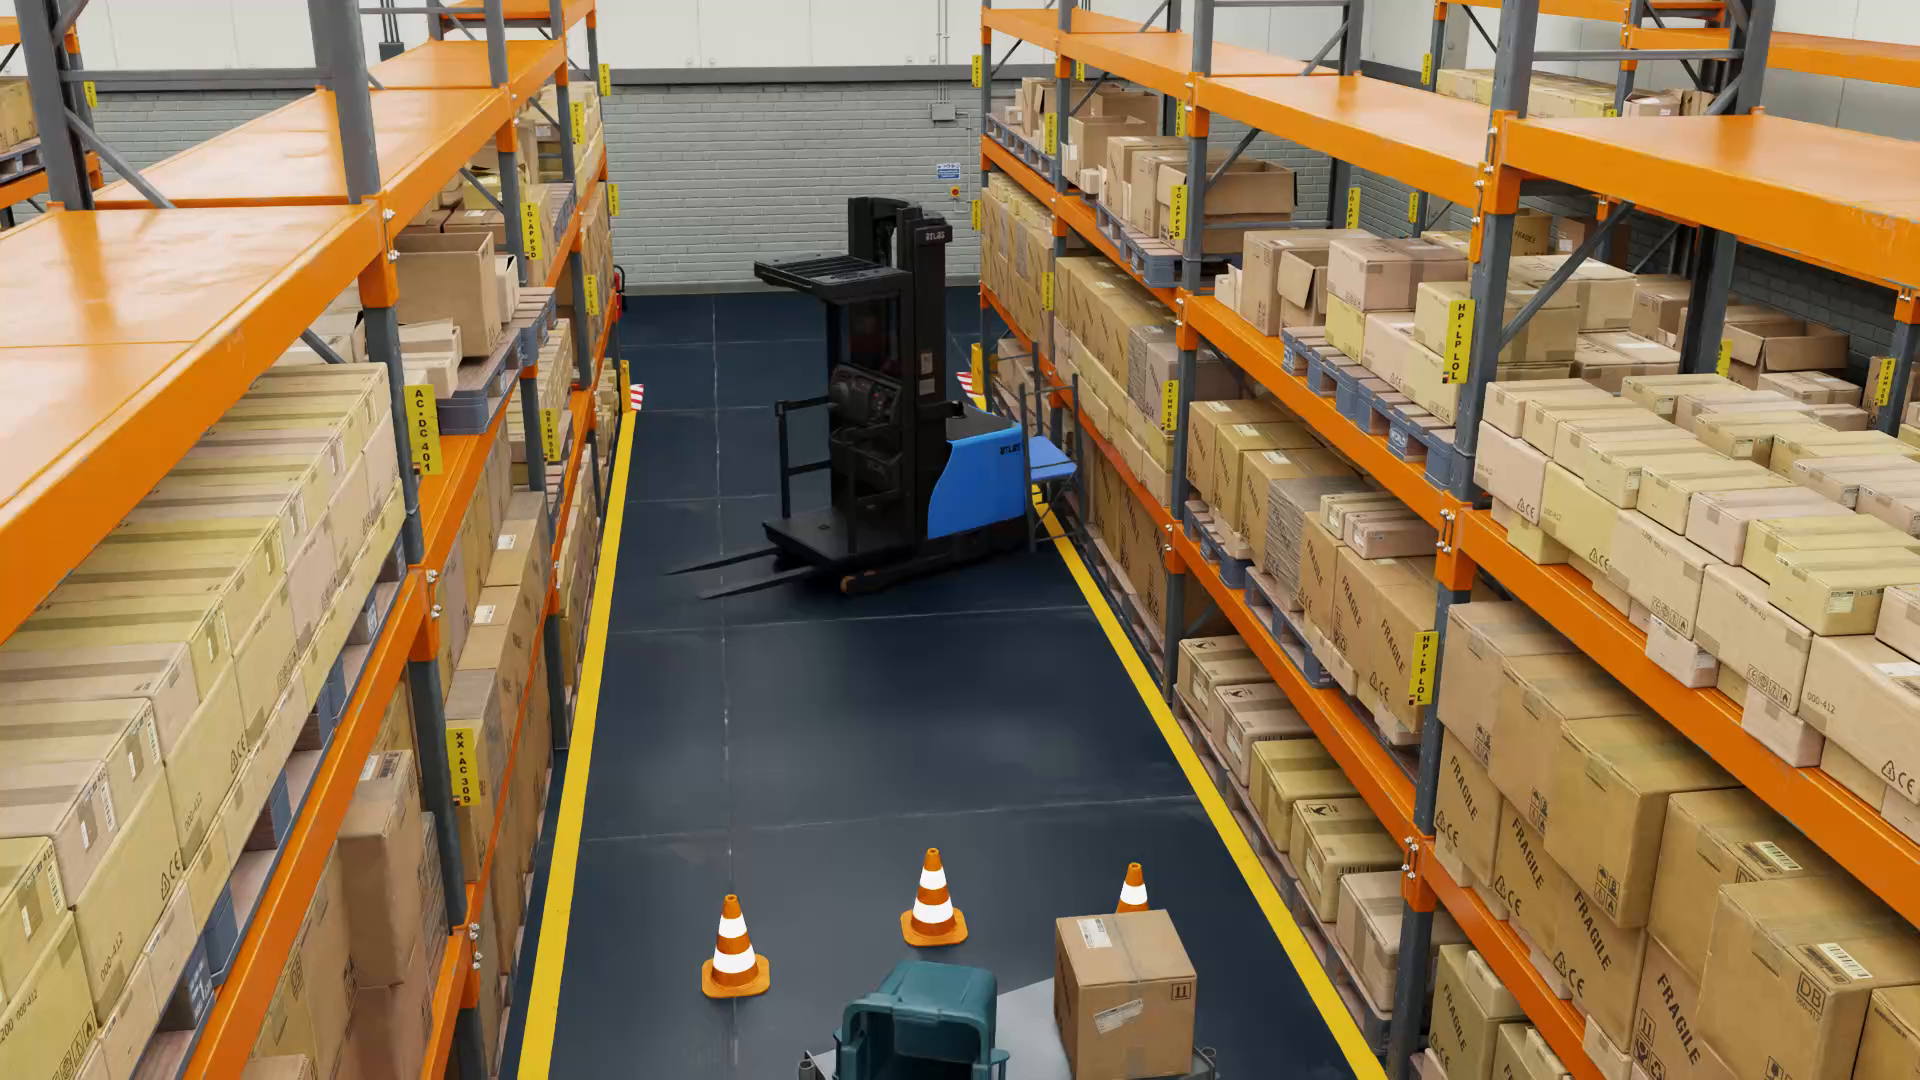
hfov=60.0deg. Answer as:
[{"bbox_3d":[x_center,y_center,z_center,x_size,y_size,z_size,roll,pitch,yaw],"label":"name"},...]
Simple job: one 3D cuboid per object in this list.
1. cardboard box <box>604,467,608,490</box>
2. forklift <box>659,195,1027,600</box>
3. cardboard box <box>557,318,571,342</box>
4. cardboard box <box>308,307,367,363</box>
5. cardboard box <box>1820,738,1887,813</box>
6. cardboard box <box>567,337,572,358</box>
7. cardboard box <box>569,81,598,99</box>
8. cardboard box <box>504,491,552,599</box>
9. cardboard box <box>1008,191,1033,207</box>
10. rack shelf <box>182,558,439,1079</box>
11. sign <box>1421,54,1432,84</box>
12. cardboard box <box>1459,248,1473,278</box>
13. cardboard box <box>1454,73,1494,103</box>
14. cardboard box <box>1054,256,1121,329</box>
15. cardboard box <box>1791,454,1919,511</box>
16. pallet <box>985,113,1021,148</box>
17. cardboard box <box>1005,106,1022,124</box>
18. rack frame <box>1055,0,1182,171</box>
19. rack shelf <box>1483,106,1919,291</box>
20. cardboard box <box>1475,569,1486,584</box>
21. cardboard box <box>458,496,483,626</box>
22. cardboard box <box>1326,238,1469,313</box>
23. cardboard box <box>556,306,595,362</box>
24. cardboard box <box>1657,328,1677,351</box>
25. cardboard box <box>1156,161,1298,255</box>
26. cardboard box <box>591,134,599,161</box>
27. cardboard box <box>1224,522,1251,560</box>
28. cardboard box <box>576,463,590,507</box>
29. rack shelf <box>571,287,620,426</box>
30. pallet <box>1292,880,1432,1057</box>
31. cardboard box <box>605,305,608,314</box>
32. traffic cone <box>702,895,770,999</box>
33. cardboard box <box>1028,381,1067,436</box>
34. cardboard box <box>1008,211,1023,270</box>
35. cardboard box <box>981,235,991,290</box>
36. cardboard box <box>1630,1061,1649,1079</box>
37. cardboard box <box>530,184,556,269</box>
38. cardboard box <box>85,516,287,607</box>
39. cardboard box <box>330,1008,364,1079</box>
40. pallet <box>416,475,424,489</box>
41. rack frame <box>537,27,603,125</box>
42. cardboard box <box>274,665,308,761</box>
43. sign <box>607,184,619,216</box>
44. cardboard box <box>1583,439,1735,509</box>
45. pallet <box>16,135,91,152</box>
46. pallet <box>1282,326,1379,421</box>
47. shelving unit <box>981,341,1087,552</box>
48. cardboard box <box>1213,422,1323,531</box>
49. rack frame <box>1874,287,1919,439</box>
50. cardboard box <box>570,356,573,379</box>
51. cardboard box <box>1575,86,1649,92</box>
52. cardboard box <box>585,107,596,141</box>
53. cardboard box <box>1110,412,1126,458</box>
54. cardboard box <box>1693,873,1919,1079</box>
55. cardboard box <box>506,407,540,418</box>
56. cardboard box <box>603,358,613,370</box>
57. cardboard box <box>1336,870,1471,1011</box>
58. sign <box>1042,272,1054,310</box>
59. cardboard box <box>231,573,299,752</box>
[{"bbox_3d":[-3.352,-0.537,14.840,0.380,0.149,0.250,-2,21,-6],"label":"cardboard box"},{"bbox_3d":[-0.921,-1.134,13.064,3.031,2.935,1.130,-15,25,-34],"label":"forklift"},{"bbox_3d":[-3.328,-1.670,13.308,0.380,0.149,0.250,-2,21,-5],"label":"cardboard box"},{"bbox_3d":[-2.896,-0.874,7.366,0.500,0.311,0.500,-4,21,-10],"label":"cardboard box"},{"bbox_3d":[2.549,0.587,4.428,0.380,0.149,0.250,-3,21,-9],"label":"cardboard box"},{"bbox_3d":[-3.326,-1.532,13.363,0.380,0.149,0.250,-2,21,-6],"label":"cardboard box"},{"bbox_3d":[-3.817,-4.482,16.571,0.380,0.149,0.250,-3,21,-8],"label":"cardboard box"},{"bbox_3d":[-2.672,0.039,9.680,0.500,0.500,0.500,-3,21,-8],"label":"cardboard box"},{"bbox_3d":[0.678,-3.343,16.380,0.380,0.149,0.250,-3,21,-7],"label":"cardboard box"},{"bbox_3d":[-2.137,0.953,4.118,1.077,0.370,4.000,-3,21,-8],"label":"rack shelf"},{"bbox_3d":[5.103,-5.149,18.180,0.100,0.325,0.005,-3,21,-8],"label":"sign"},{"bbox_3d":[5.588,-2.911,17.512,0.500,0.250,0.500,-3,21,-9],"label":"cardboard box"},{"bbox_3d":[5.510,-4.727,17.374,0.500,0.250,0.500,-3,21,-8],"label":"cardboard box"},{"bbox_3d":[1.084,-2.074,13.910,0.500,0.500,0.500,-3,21,-7],"label":"cardboard box"},{"bbox_3d":[2.885,-0.158,5.285,0.380,0.149,0.250,-3,21,-9],"label":"cardboard box"},{"bbox_3d":[0.845,-4.218,17.062,1.003,0.211,1.213,-3,21,-8],"label":"pallet"},{"bbox_3d":[0.657,-4.253,16.646,0.380,0.149,0.250,-2,21,-6],"label":"cardboard box"},{"bbox_3d":[1.305,-4.536,13.500,1.000,3.000,0.127,-3,21,-8],"label":"rack frame"},{"bbox_3d":[2.746,-0.735,4.356,1.077,0.370,4.000,-3,21,-8],"label":"rack shelf"},{"bbox_3d":[2.601,0.311,7.928,0.500,0.500,0.500,-3,21,-8],"label":"cardboard box"},{"bbox_3d":[-2.723,0.114,8.052,0.700,0.500,0.500,-3,21,-8],"label":"cardboard box"},{"bbox_3d":[2.079,-1.268,7.937,0.500,0.250,0.500,-3,21,-7],"label":"cardboard box"},{"bbox_3d":[-3.401,-1.811,14.211,0.500,0.500,0.500,-3,21,-9],"label":"cardboard box"},{"bbox_3d":[6.037,-1.611,13.833,0.396,0.266,0.258,-2,21,-5],"label":"cardboard box"},{"bbox_3d":[1.678,-2.114,10.554,0.797,0.503,0.637,-4,21,-11],"label":"cardboard box"},{"bbox_3d":[-3.689,-3.668,15.677,0.500,0.250,0.500,-2,21,-5],"label":"cardboard box"},{"bbox_3d":[1.765,-0.005,9.701,0.380,0.149,0.250,-3,21,-7],"label":"cardboard box"},{"bbox_3d":[-3.161,-0.394,12.885,0.500,0.250,0.500,-2,21,-5],"label":"cardboard box"},{"bbox_3d":[-3.867,-1.796,15.767,1.077,0.370,4.000,-3,21,-8],"label":"rack shelf"},{"bbox_3d":[2.344,2.081,8.343,1.003,0.211,1.213,-3,21,-8],"label":"pallet"},{"bbox_3d":[-3.719,-2.348,16.576,0.380,0.149,0.250,-2,21,-6],"label":"cardboard box"},{"bbox_3d":[-1.125,1.977,8.262,0.336,0.463,0.334,-3,21,-8],"label":"traffic cone"},{"bbox_3d":[1.191,-1.255,16.351,0.875,0.438,0.875,-4,21,-9],"label":"cardboard box"},{"bbox_3d":[0.752,-2.916,16.165,0.500,0.500,0.500,-3,21,-8],"label":"cardboard box"},{"bbox_3d":[0.513,-2.977,17.756,0.500,0.500,0.500,-3,21,-8],"label":"cardboard box"},{"bbox_3d":[2.425,1.816,5.425,0.380,0.149,0.250,-3,21,-8],"label":"cardboard box"},{"bbox_3d":[-2.978,-2.065,11.028,0.500,0.500,0.500,-3,21,-8],"label":"cardboard box"},{"bbox_3d":[-1.838,0.061,3.956,0.380,0.149,0.250,-3,21,-7],"label":"cardboard box"},{"bbox_3d":[-2.298,1.768,4.981,0.875,0.550,0.550,-3,21,-8],"label":"cardboard box"},{"bbox_3d":[-2.607,-0.302,6.723,0.805,0.209,1.217,-4,21,-10],"label":"pallet"},{"bbox_3d":[-4.156,-5.636,16.446,1.000,3.000,0.127,-3,21,-8],"label":"rack frame"},{"bbox_3d":[-1.836,0.436,4.090,0.380,0.149,0.250,-3,21,-8],"label":"cardboard box"},{"bbox_3d":[-3.603,-3.537,17.294,0.100,0.325,0.005,-3,21,-8],"label":"sign"},{"bbox_3d":[2.287,-0.219,5.447,0.380,0.149,0.250,-3,21,-8],"label":"cardboard box"},{"bbox_3d":[-8.961,-3.718,15.724,1.003,0.211,1.213,-3,21,-8],"label":"pallet"},{"bbox_3d":[2.322,-0.851,8.189,1.213,0.211,1.003,-3,21,-8],"label":"pallet"},{"bbox_3d":[0.630,-0.802,14.169,0.538,1.500,1.048,-11,24,-13],"label":"shelving unit"},{"bbox_3d":[1.799,-0.376,9.768,0.500,0.500,0.500,-2,21,-5],"label":"cardboard box"},{"bbox_3d":[6.793,-0.592,11.515,1.000,3.000,0.127,-3,21,-8],"label":"rack frame"},{"bbox_3d":[-3.326,-1.393,13.416,0.380,0.149,0.250,-3,21,-9],"label":"cardboard box"},{"bbox_3d":[6.263,-4.226,16.031,0.500,0.250,0.500,-3,21,-8],"label":"cardboard box"},{"bbox_3d":[-3.691,-3.894,15.567,0.500,0.250,0.500,-3,21,-7],"label":"cardboard box"},{"bbox_3d":[1.406,-0.784,12.242,0.500,0.250,0.500,-3,21,-8],"label":"cardboard box"},{"bbox_3d":[2.504,1.262,4.554,0.700,0.500,0.500,-3,21,-8],"label":"cardboard box"},{"bbox_3d":[-2.950,-0.762,10.877,0.380,0.149,0.250,-3,21,-8],"label":"cardboard box"},{"bbox_3d":[-3.829,-1.795,17.360,0.380,0.149,0.250,-3,21,-7],"label":"cardboard box"},{"bbox_3d":[2.380,1.897,8.005,0.950,0.372,0.625,-3,21,-7],"label":"cardboard box"},{"bbox_3d":[0.756,-2.140,14.308,0.100,0.325,0.005,-3,21,-8],"label":"sign"},{"bbox_3d":[-1.884,0.292,3.907,0.500,0.250,0.500,-3,21,-8],"label":"cardboard box"}]
